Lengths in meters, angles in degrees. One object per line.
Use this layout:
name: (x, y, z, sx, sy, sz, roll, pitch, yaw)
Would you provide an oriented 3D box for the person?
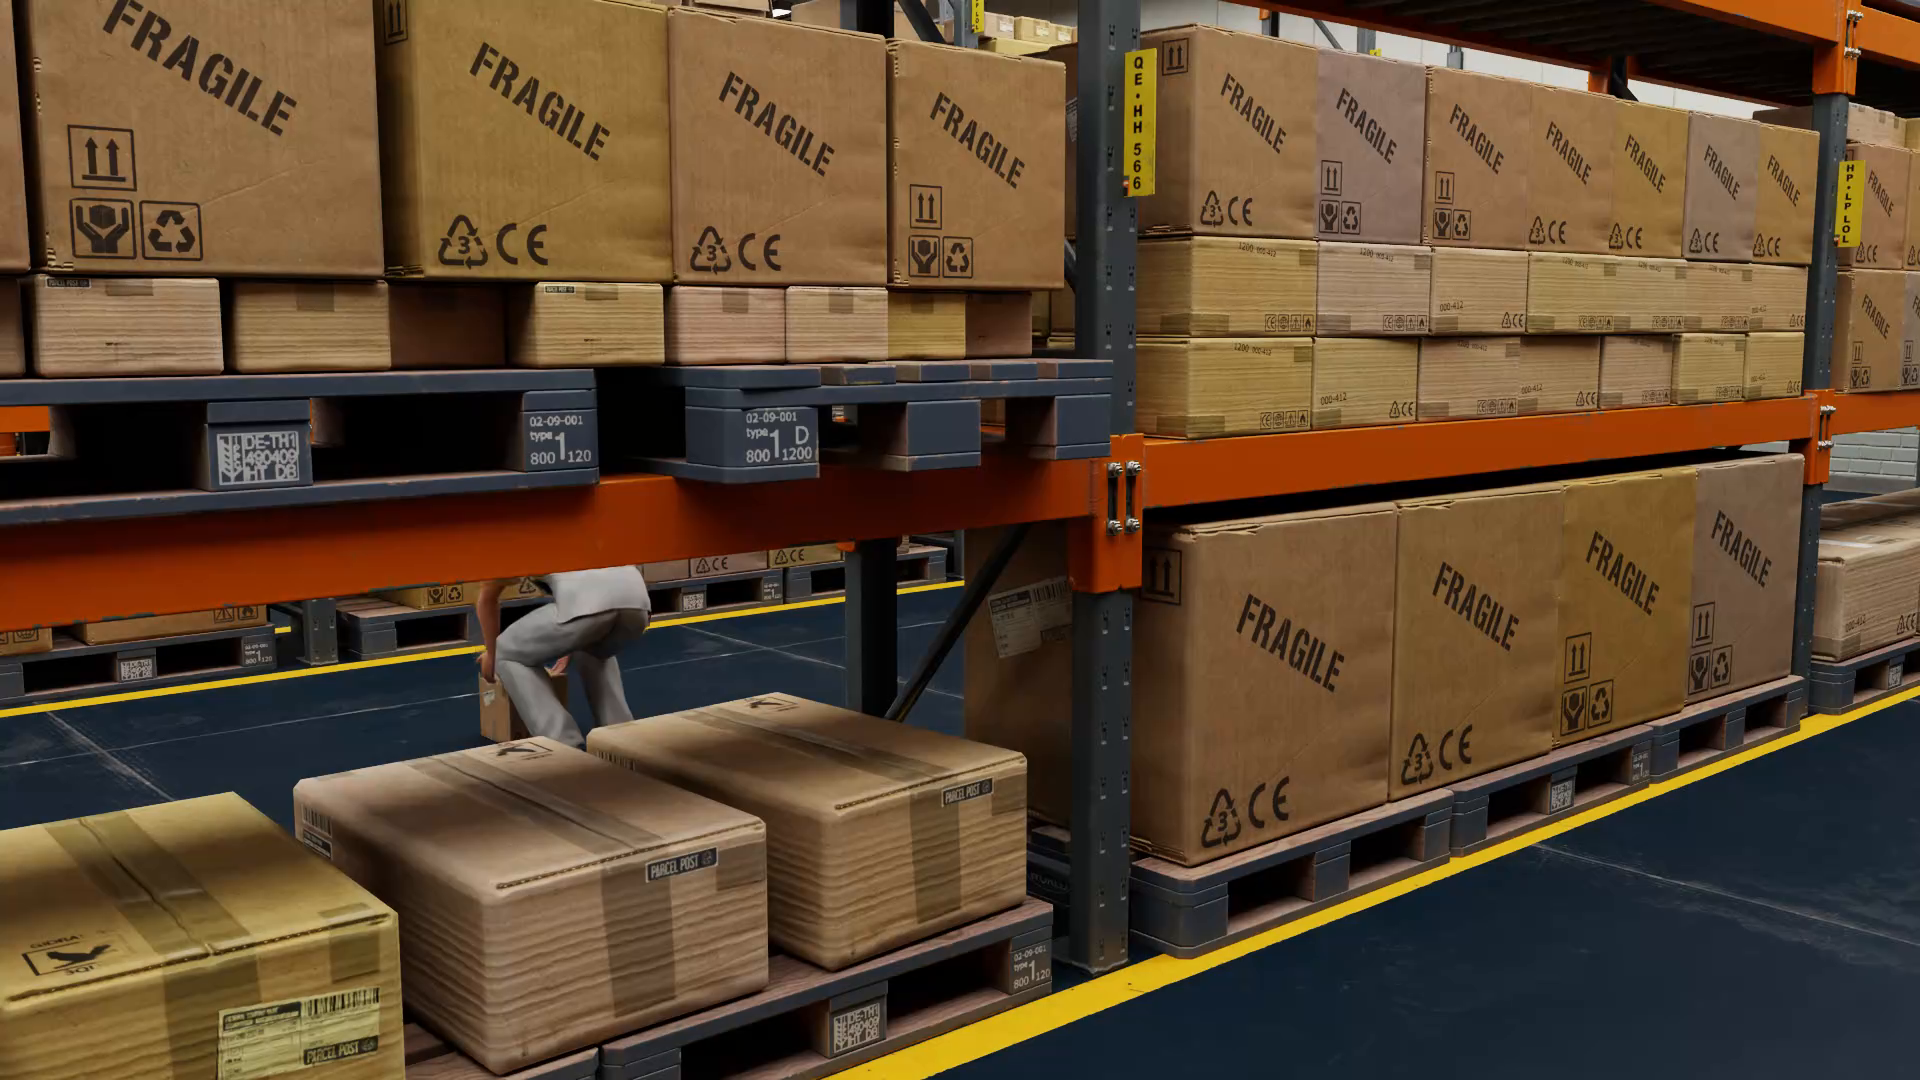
person: (-1.457, 0.270, 6.049, 0.491, 1.075, 0.765, -7, 10, -41)
